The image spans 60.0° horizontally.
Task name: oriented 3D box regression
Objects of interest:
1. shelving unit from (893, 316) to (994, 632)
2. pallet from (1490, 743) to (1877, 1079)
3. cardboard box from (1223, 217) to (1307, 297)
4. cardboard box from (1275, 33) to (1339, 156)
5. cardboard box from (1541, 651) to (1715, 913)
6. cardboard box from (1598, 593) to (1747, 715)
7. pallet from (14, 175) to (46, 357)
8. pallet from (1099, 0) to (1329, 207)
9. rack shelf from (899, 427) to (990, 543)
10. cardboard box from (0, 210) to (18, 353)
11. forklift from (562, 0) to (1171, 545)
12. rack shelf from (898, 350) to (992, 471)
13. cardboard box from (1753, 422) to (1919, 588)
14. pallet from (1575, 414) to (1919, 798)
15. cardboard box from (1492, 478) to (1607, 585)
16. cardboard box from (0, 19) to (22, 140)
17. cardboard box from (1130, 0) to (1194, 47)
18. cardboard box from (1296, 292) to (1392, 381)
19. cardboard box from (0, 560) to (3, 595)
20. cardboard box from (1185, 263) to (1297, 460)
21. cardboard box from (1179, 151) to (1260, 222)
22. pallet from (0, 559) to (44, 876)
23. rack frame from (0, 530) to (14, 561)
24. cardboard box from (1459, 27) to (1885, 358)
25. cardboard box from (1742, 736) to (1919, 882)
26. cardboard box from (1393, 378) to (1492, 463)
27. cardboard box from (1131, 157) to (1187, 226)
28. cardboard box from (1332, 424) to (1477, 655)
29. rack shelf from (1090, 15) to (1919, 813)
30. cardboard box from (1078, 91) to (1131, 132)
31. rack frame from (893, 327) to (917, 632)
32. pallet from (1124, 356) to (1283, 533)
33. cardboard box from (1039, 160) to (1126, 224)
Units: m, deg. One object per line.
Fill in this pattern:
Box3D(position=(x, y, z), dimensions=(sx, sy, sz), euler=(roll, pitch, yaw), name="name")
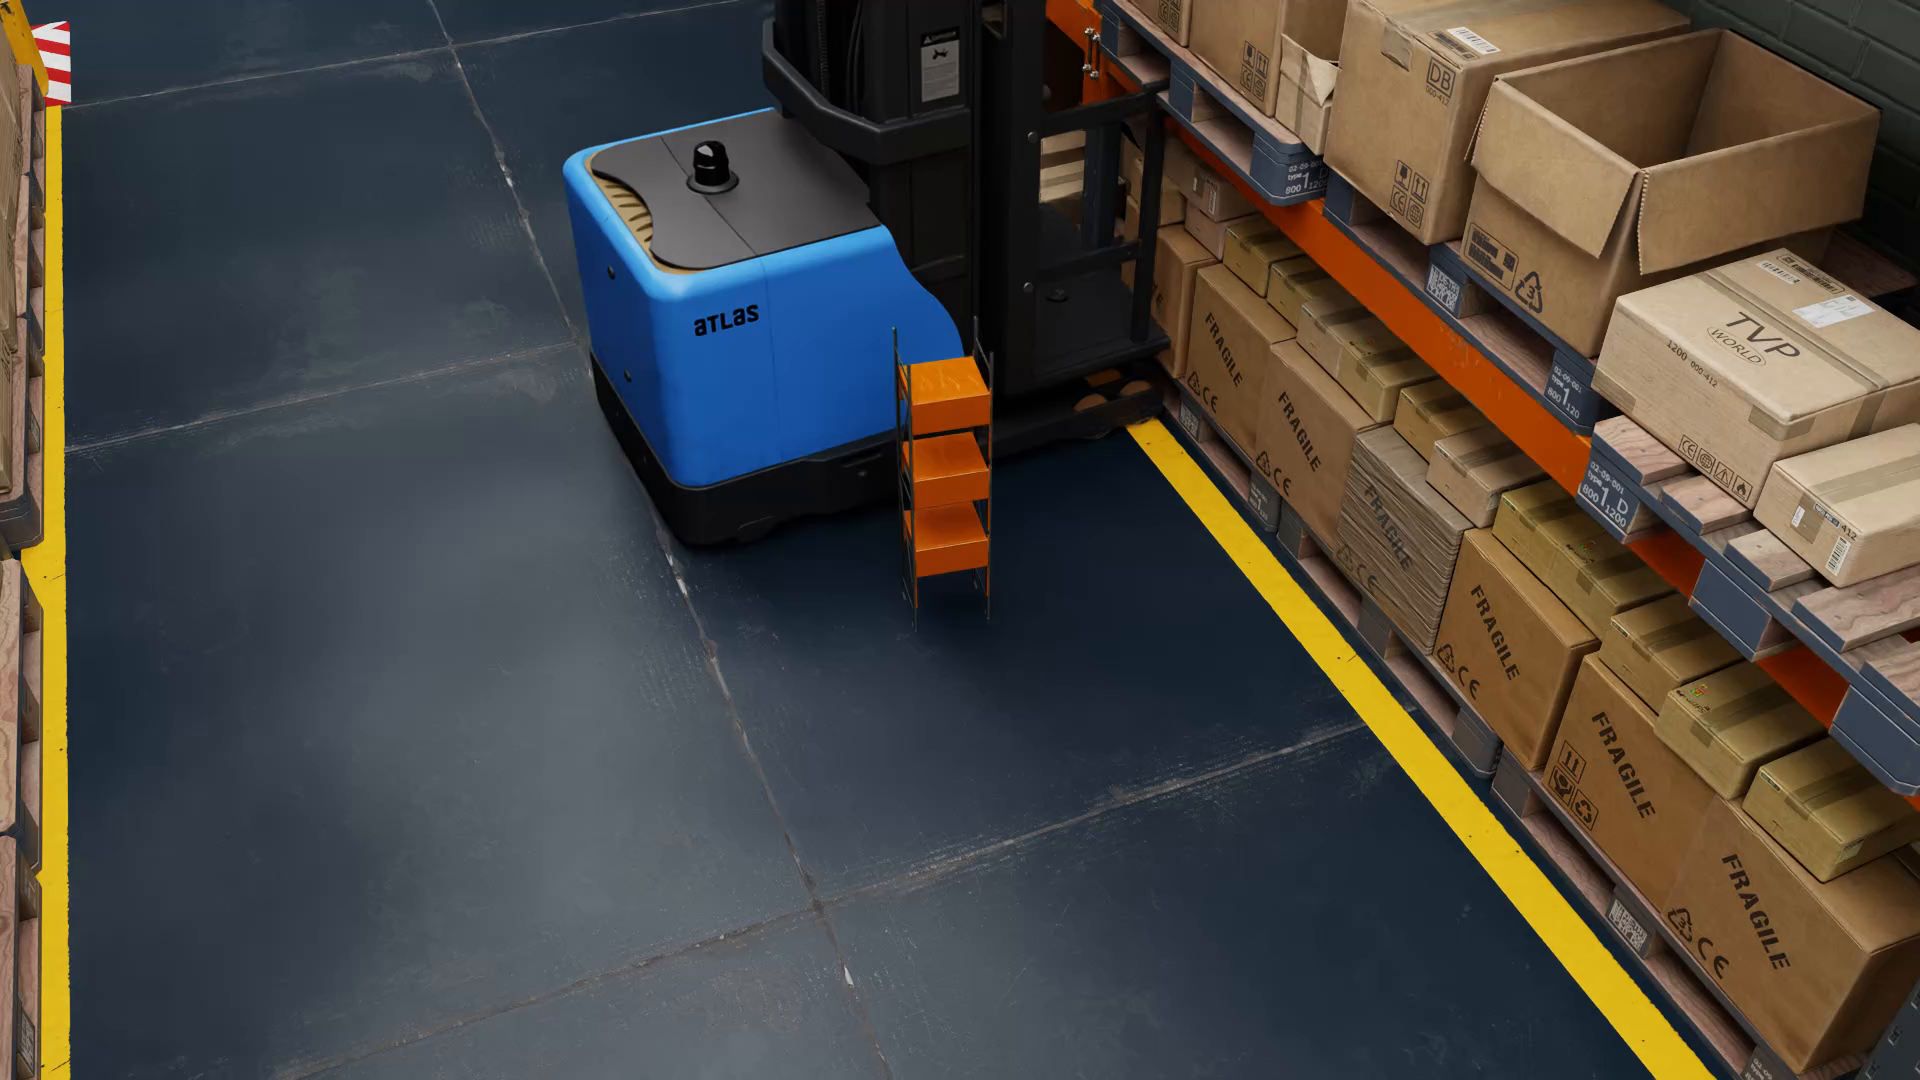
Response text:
Box3D(position=(-0.049, -0.181, 5.155), dimensions=(0.252, 1.050, 0.215), euler=(-9, 42, -11), name="shelving unit")
Box3D(position=(2.236, 0.886, 4.557), dimensions=(1.003, 0.211, 1.213), euler=(-15, 43, -17), name="pallet")
Box3D(position=(1.134, -0.997, 5.706), dimensions=(0.380, 0.149, 0.250), euler=(-17, 44, -19), name="cardboard box")
Box3D(position=(1.133, -1.297, 4.739), dimensions=(0.396, 0.266, 0.258), euler=(-13, 42, -15), name="cardboard box")
Box3D(position=(1.944, 0.572, 4.380), dimensions=(0.500, 0.500, 0.500), euler=(-16, 43, -17), name="cardboard box")
Box3D(position=(1.871, 0.270, 4.233), dimensions=(0.380, 0.149, 0.250), euler=(-16, 43, -18), name="cardboard box")
Box3D(position=(-4.318, -1.037, 6.794), dimensions=(1.003, 0.211, 1.213), euler=(-15, 43, -17), name="pallet")
Box3D(position=(1.161, -1.540, 5.387), dimensions=(1.003, 0.211, 1.213), euler=(-15, 43, -17), name="pallet")
Box3D(position=(-0.049, -0.173, 5.162), dimensions=(0.240, 0.259, 0.215), euler=(-9, 42, -11), name="rack shelf")
Box3D(position=(-4.113, -1.013, 6.270), dimensions=(0.875, 0.438, 0.875), euler=(-16, 43, -18), name="cardboard box")
Box3D(position=(0.188, -1.772, 5.563), dimensions=(3.031, 2.935, 1.130), euler=(-19, 44, -20), name="forklift")
Box3D(position=(-0.049, -0.388, 4.977), dimensions=(0.240, 0.259, 0.215), euler=(-9, 42, -11), name="rack shelf")
Box3D(position=(1.881, -0.076, 3.408), dimensions=(0.380, 0.149, 0.250), euler=(-14, 43, -16), name="cardboard box")
Box3D(position=(2.162, -0.030, 3.631), dimensions=(1.213, 0.211, 1.003), euler=(-15, 43, -17), name="pallet")
Box3D(position=(1.716, -0.050, 4.605), dimensions=(0.380, 0.149, 0.250), euler=(-16, 43, -17), name="cardboard box")
Box3D(position=(-4.814, -2.105, 7.541), dimensions=(0.875, 0.438, 0.875), euler=(-17, 43, -18), name="cardboard box")
Box3D(position=(0.935, -1.971, 5.343), dimensions=(0.700, 0.500, 0.500), euler=(-14, 43, -16), name="cardboard box")
Box3D(position=(1.312, -0.675, 5.332), dimensions=(0.380, 0.149, 0.250), euler=(-15, 43, -17), name="cardboard box")
Box3D(position=(-3.317, 0.119, 4.618), dimensions=(0.875, 0.875, 0.875), euler=(-14, 43, -16), name="cardboard box")
Box3D(position=(1.146, -0.667, 5.820), dimensions=(0.500, 0.500, 0.500), euler=(-16, 43, -17), name="cardboard box")
Box3D(position=(0.991, -1.264, 5.789), dimensions=(0.380, 0.149, 0.250), euler=(-17, 44, -19), name="cardboard box")
Box3D(position=(-3.264, 0.623, 4.864), dimensions=(1.003, 0.211, 1.213), euler=(-15, 43, -17), name="pallet")
Box3D(position=(-3.628, -0.881, 4.474), dimensions=(1.000, 3.000, 0.127), euler=(-15, 43, -17), name="rack frame")
Box3D(position=(1.691, -0.847, 4.033), dimensions=(0.797, 0.503, 0.637), euler=(-16, 43, -18), name="cardboard box")
Box3D(position=(2.064, 0.597, 3.853), dimensions=(0.380, 0.149, 0.250), euler=(-17, 44, -19), name="cardboard box")
Box3D(position=(1.535, -0.370, 4.977), dimensions=(0.380, 0.149, 0.250), euler=(-15, 43, -17), name="cardboard box")
Box3D(position=(0.848, -1.296, 6.054), dimensions=(0.380, 0.149, 0.250), euler=(-13, 42, -15), name="cardboard box")
Box3D(position=(1.526, -0.051, 5.104), dimensions=(0.500, 0.500, 0.500), euler=(-17, 43, -18), name="cardboard box")
Box3D(position=(1.721, -0.644, 4.750), dimensions=(1.077, 0.370, 4.000), euler=(-15, 43, -17), name="rack shelf")
Box3D(position=(0.756, -1.918, 7.544), dimensions=(0.380, 0.149, 0.250), euler=(-16, 43, -17), name="cardboard box")
Box3D(position=(-0.168, -0.161, 5.132), dimensions=(0.008, 1.050, 0.200), euler=(-9, 42, -11), name="rack frame")
Box3D(position=(1.302, -0.583, 6.267), dimensions=(1.003, 0.211, 1.213), euler=(-15, 43, -17), name="pallet")
Box3D(position=(0.472, -1.462, 7.014), dimensions=(0.380, 0.149, 0.250), euler=(-16, 43, -18), name="cardboard box")
